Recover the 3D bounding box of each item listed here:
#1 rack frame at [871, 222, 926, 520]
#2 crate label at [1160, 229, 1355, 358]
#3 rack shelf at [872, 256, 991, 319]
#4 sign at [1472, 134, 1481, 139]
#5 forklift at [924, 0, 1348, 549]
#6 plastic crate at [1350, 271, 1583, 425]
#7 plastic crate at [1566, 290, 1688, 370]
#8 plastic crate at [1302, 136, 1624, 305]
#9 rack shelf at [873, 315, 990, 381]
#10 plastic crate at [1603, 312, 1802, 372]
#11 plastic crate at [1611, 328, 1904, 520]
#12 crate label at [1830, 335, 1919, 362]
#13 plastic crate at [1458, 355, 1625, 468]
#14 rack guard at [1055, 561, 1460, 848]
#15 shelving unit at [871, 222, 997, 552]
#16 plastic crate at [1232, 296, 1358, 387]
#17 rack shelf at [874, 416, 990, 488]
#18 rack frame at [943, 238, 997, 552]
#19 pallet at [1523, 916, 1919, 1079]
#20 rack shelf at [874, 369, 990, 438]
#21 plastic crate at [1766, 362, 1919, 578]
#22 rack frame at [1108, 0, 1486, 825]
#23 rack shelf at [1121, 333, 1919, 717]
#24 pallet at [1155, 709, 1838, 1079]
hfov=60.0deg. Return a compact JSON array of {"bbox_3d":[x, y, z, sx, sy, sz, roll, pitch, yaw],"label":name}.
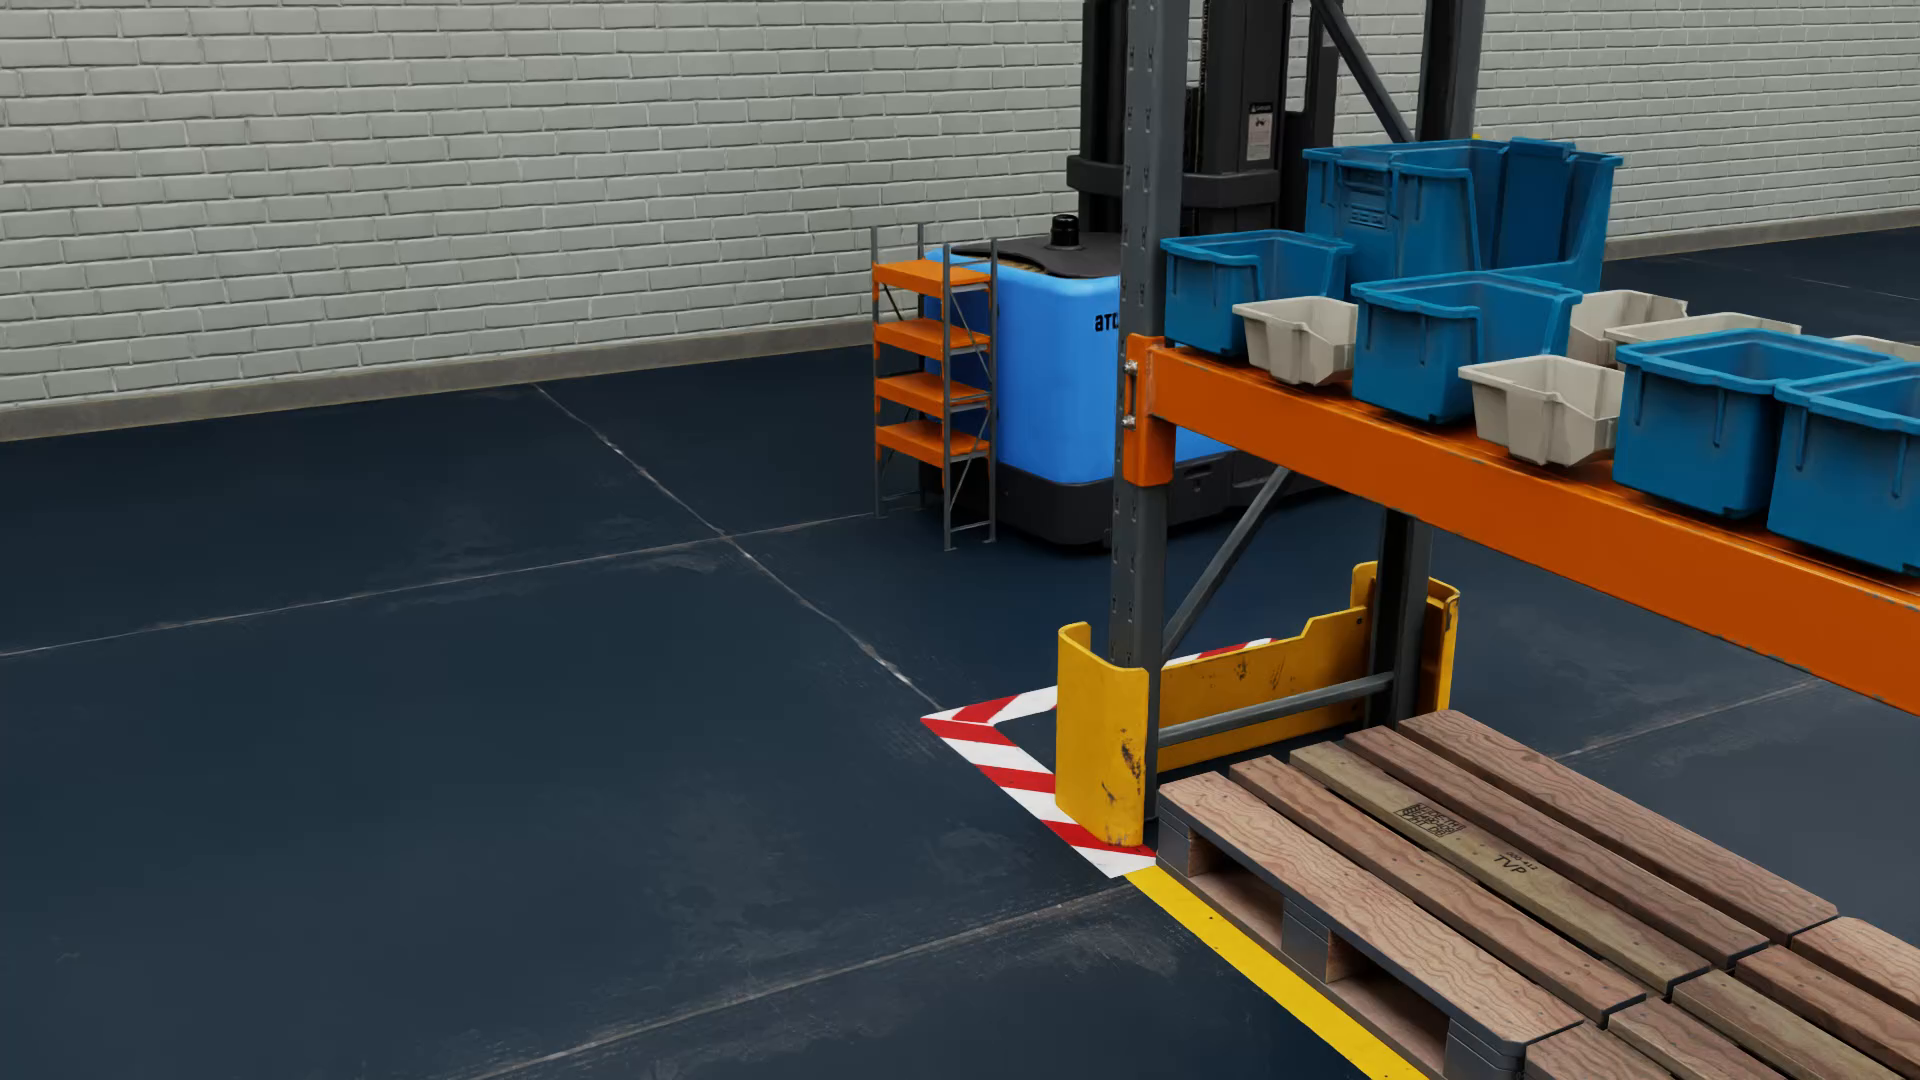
[{"bbox_3d":[-0.246,-0.672,6.741,0.240,1.200,0.015,-13,23,-34],"label":"rack frame"},{"bbox_3d":[0.683,-0.574,3.860,0.416,0.233,0.303,-10,21,-27],"label":"crate label"},{"bbox_3d":[-0.104,-0.979,6.425,0.258,0.148,0.480,-13,23,-34],"label":"rack shelf"},{"bbox_3d":[1.332,-0.913,4.429,0.100,0.325,0.005,-10,21,-27],"label":"sign"},{"bbox_3d":[1.315,-1.714,7.104,3.031,2.935,1.130,-13,23,-34],"label":"forklift"},{"bbox_3d":[0.996,-0.385,3.312,0.416,0.233,0.300,-10,21,-27],"label":"plastic crate"},{"bbox_3d":[1.402,-0.444,3.631,0.396,0.136,0.243,-10,21,-27],"label":"plastic crate"},{"bbox_3d":[1.179,-0.724,3.985,0.616,0.435,0.499,-10,21,-27],"label":"plastic crate"},{"bbox_3d":[-0.104,-0.756,6.502,0.258,0.148,0.480,-13,23,-34],"label":"rack shelf"},{"bbox_3d":[1.527,-0.358,3.384,0.396,0.136,0.243,-10,21,-27],"label":"plastic crate"},{"bbox_3d":[1.308,-0.196,2.764,0.416,0.233,0.300,-10,21,-27],"label":"plastic crate"},{"bbox_3d":[1.681,-0.282,3.163,0.396,0.136,0.243,-10,21,-27],"label":"crate label"},{"bbox_3d":[1.085,-0.228,3.007,0.250,0.136,0.298,-10,21,-27],"label":"plastic crate"},{"bbox_3d":[0.833,0.431,4.617,1.175,0.500,0.348,-10,21,-27],"label":"rack guard"},{"bbox_3d":[-0.104,-0.608,6.553,0.258,1.200,0.503,-13,23,-34],"label":"shelving unit"},{"bbox_3d":[0.763,-0.423,3.571,0.250,0.136,0.298,-10,21,-27],"label":"plastic crate"},{"bbox_3d":[-0.104,-0.357,6.640,0.258,0.148,0.480,-13,23,-34],"label":"rack shelf"},{"bbox_3d":[0.039,-0.543,6.366,0.240,1.200,0.015,-13,23,-34],"label":"rack frame"},{"bbox_3d":[1.789,1.165,2.933,1.003,0.211,1.213,-10,21,-27],"label":"pallet"},{"bbox_3d":[-0.104,-0.544,6.575,0.258,0.148,0.480,-13,23,-34],"label":"rack shelf"},{"bbox_3d":[1.451,-0.109,2.515,0.416,0.233,0.300,-10,21,-27],"label":"plastic crate"},{"bbox_3d":[0.856,-0.746,4.195,1.000,3.000,0.127,-10,21,-27],"label":"rack frame"},{"bbox_3d":[1.805,0.168,2.649,1.077,0.370,4.000,-10,21,-27],"label":"rack shelf"},{"bbox_3d":[1.213,0.815,3.947,1.003,0.211,1.213,-10,21,-27],"label":"pallet"}]
